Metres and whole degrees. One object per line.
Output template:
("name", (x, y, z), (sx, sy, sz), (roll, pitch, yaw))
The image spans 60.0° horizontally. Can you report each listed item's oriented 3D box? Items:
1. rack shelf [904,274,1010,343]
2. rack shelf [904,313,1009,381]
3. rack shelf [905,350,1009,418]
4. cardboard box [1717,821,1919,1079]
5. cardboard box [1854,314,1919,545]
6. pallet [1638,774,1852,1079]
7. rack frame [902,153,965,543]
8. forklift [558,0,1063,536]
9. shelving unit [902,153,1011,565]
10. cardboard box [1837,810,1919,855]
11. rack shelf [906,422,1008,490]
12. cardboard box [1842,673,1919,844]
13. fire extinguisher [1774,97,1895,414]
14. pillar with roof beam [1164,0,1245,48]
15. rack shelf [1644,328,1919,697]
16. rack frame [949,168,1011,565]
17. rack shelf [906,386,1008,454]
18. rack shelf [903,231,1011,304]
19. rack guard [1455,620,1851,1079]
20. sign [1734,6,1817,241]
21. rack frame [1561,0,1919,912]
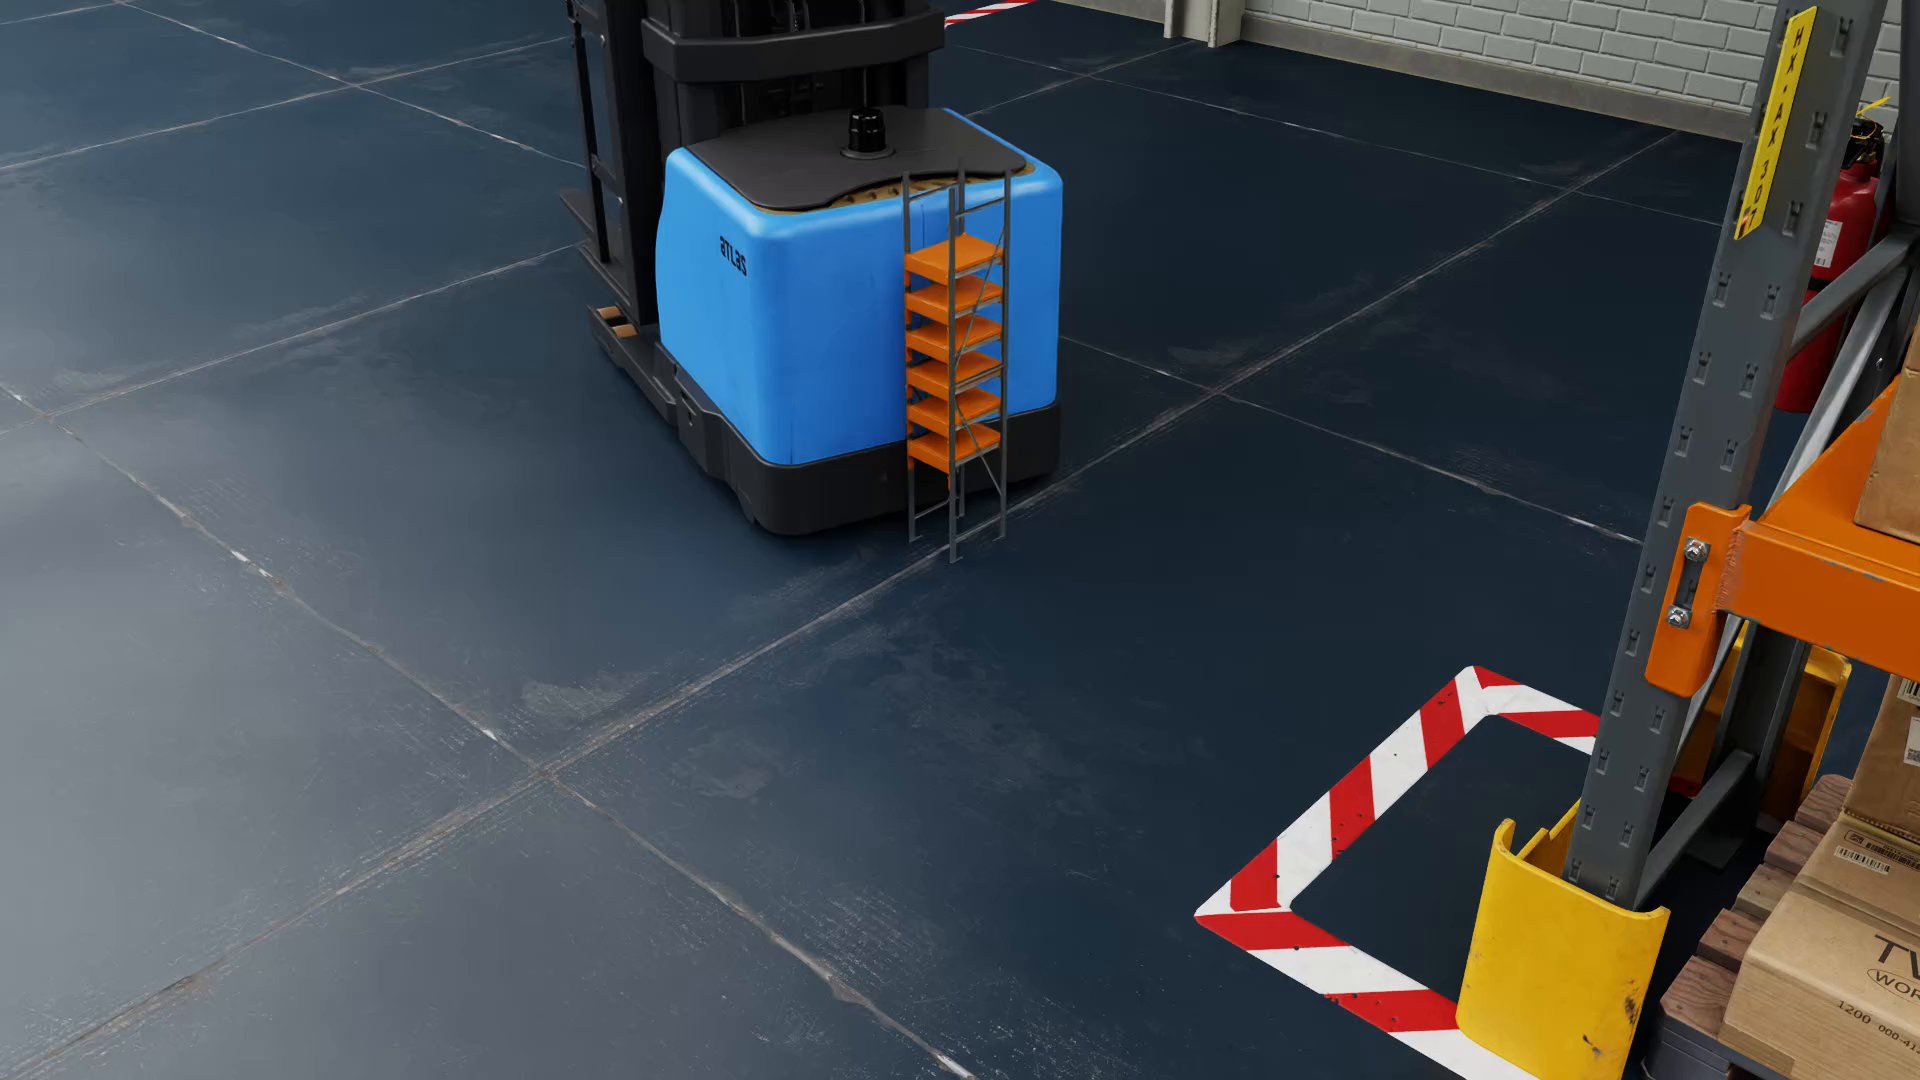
("rack shelf", (-0.009, -0.683, 4.842), (0.258, 0.103, 0.180), (-27, 40, -37))
("rack shelf", (-0.009, -0.580, 4.904), (0.258, 0.103, 0.180), (-27, 40, -37))
("rack shelf", (-0.009, -0.477, 4.965), (0.258, 0.103, 0.180), (-27, 40, -37))
("cardboard box", (1.816, 0.859, 3.174), (0.500, 0.250, 0.500), (25, 39, 35))
("cardboard box", (1.905, -0.287, 2.721), (0.500, 0.500, 0.700), (25, 39, 35))
("pallet", (2.163, 1.033, 3.329), (1.213, 0.211, 1.003), (25, 39, 35))
("rack frame", (-0.073, -0.549, 4.998), (0.240, 1.200, 0.006), (-27, 40, -37))
("forklift", (-0.793, -2.005, 5.739), (1.130, 2.935, 3.031), (-15, 34, -23))
("shelving unit", (-0.009, -0.515, 4.942), (0.258, 1.200, 0.189), (-27, 40, -37))
("cardboard box", (2.163, 0.661, 3.503), (0.500, 0.250, 0.500), (25, 39, 35))
("rack shelf", (-0.009, -0.272, 5.089), (0.258, 0.103, 0.180), (-27, 40, -37))
("cardboard box", (2.165, 0.338, 3.311), (0.500, 0.500, 0.500), (25, 39, 35))
("fire extinguisher", (1.792, -0.596, 3.406), (0.183, 0.674, 0.296), (25, 39, 35))
("pillar with roof beam", (-1.349, -5.395, 5.486), (0.400, 9.000, 9.100), (25, 39, 35))
("rack shelf", (3.050, 0.590, 2.059), (4.000, 0.370, 1.077), (25, 39, 35))
("rack frame", (0.056, -0.482, 4.887), (0.240, 1.200, 0.006), (-27, 40, -37))
("rack shelf", (-0.009, -0.374, 5.027), (0.258, 0.103, 0.180), (-27, 40, -37))
("rack shelf", (-0.009, -0.786, 4.780), (0.258, 0.103, 0.180), (-27, 40, -37))
("rack guard", (1.550, 0.652, 3.682), (0.348, 0.500, 1.175), (25, 39, 35))
("sign", (1.191, -0.605, 2.430), (0.005, 0.325, 0.100), (25, 39, 35))
("rack frame", (1.567, -0.410, 3.023), (0.127, 3.000, 1.000), (25, 39, 35))
